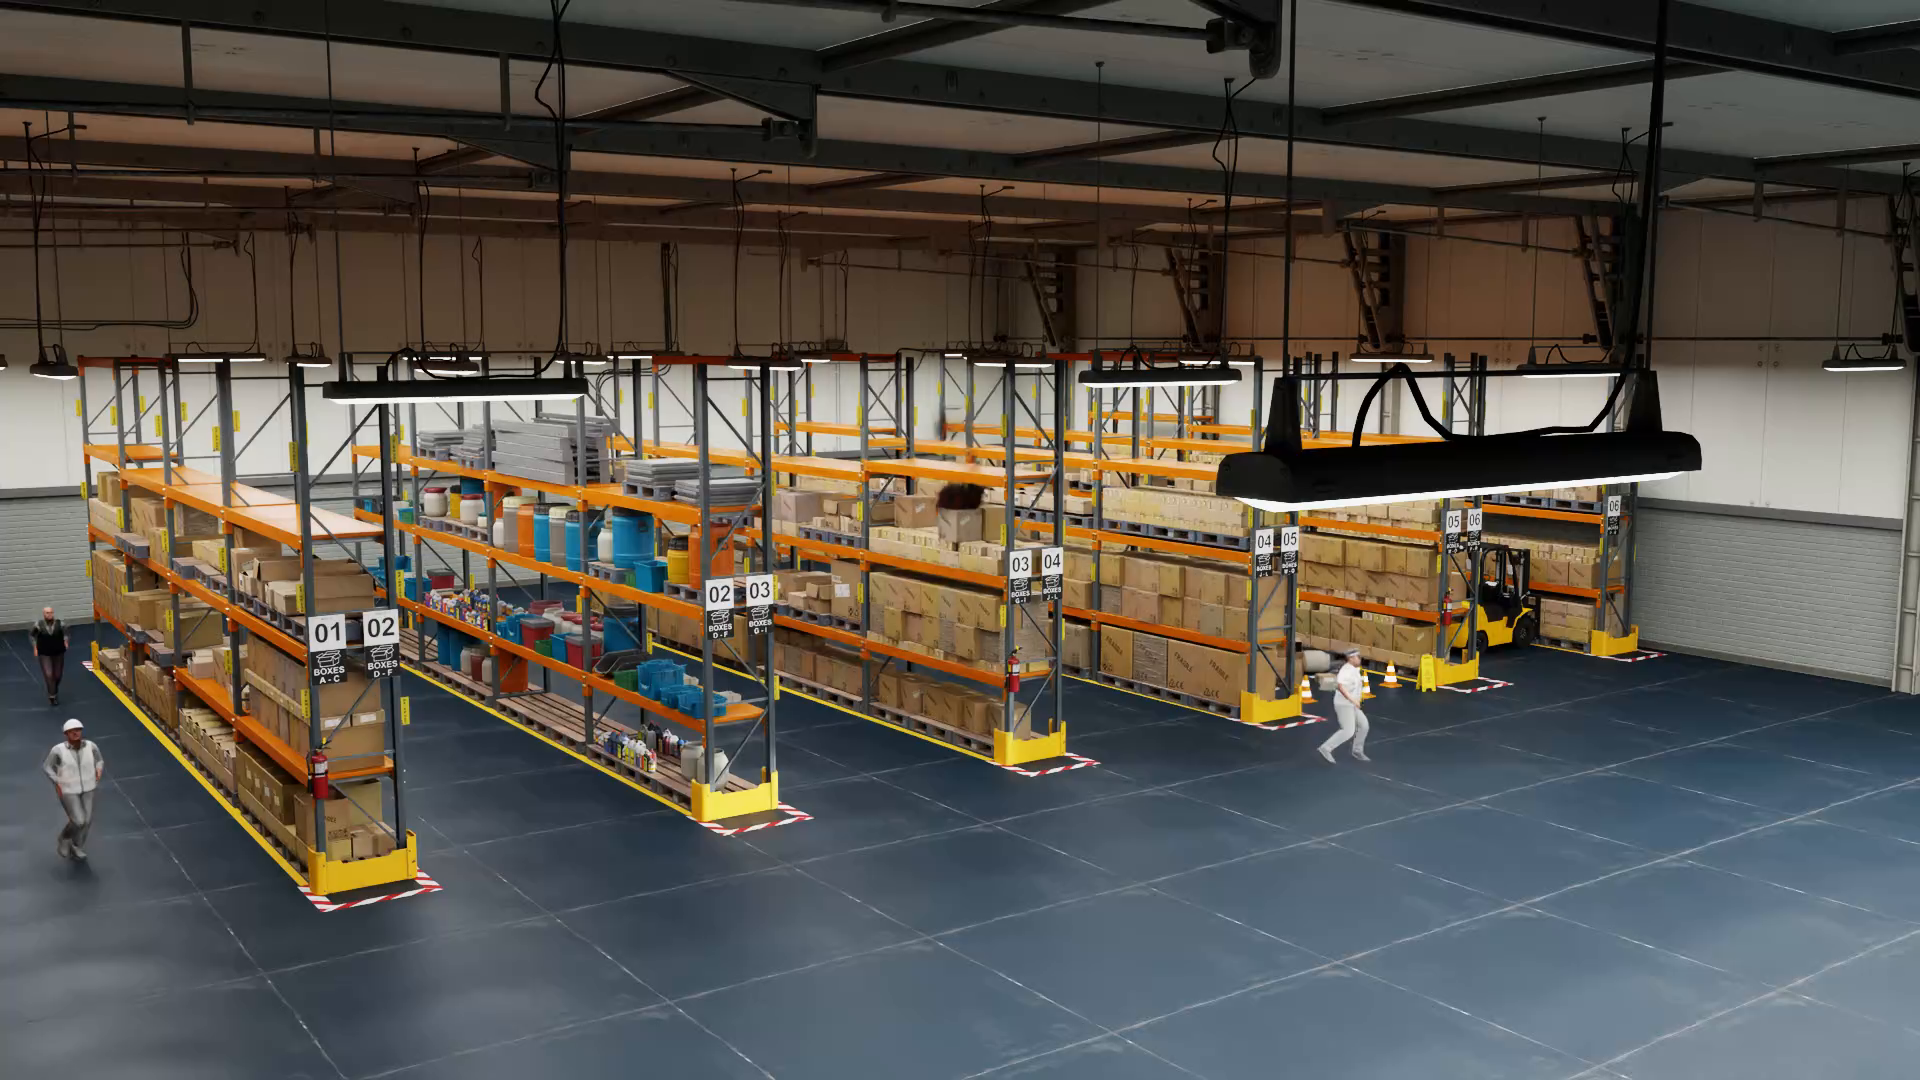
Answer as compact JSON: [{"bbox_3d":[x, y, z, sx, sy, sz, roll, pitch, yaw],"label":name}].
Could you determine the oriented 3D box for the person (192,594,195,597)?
[{"bbox_3d":[-15.524,1.444,33.715,0.648,1.659,0.588,-1,7,-7],"label":"person"}]

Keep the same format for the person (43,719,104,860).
[{"bbox_3d":[-10.667,3.030,20.153,0.584,1.741,0.645,6,9,42],"label":"person"}]

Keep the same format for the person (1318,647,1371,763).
[{"bbox_3d":[5.776,2.486,24.860,0.736,1.788,0.872,2,7,19],"label":"person"}]

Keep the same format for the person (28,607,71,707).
[{"bbox_3d":[-15.840,1.992,28.956,0.645,1.709,0.882,-5,9,-36],"label":"person"}]
